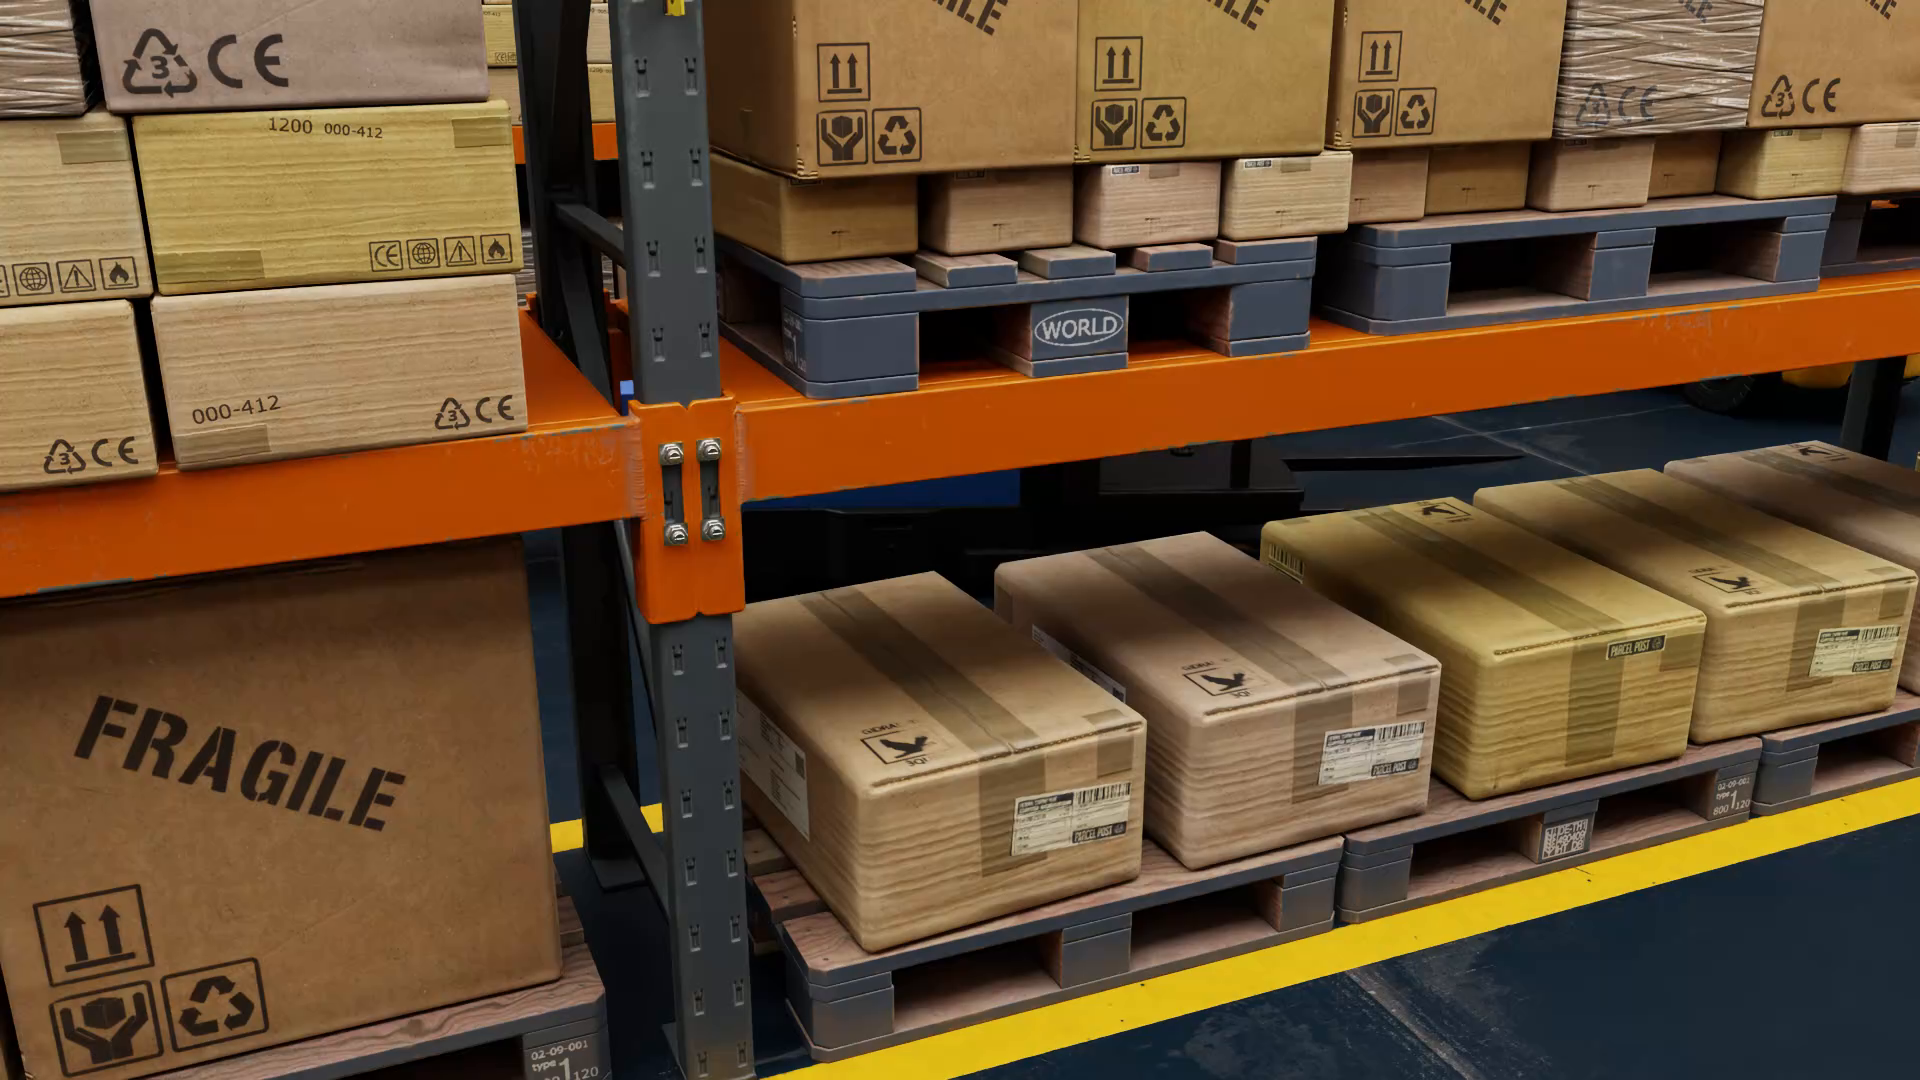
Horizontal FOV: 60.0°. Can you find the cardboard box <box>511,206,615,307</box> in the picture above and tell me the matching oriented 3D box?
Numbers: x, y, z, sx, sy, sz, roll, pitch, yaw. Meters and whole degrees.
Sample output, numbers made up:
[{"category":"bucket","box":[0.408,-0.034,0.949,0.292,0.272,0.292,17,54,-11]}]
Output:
[{"category":"cardboard box","box":[-2.030,-1.209,7.883,0.625,0.625,0.875,-7,21,-20]}]

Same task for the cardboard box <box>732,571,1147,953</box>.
[{"category":"cardboard box","box":[-0.116,0.430,3.608,0.625,0.372,0.950,-10,22,-26]}]

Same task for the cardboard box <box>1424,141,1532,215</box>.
[{"category":"cardboard box","box":[0.971,-0.789,3.492,0.250,0.149,0.380,-7,21,-20]}]

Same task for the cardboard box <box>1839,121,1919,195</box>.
[{"category":"cardboard box","box":[1.967,-0.885,3.765,0.250,0.149,0.380,-8,21,-21]}]

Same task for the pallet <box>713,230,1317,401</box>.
[{"category":"pallet","box":[-0.026,-0.576,3.430,1.003,0.211,1.213,-8,21,-22]}]

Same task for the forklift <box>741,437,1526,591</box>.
[{"category":"forklift","box":[0.628,-1.377,5.518,3.031,2.935,1.130,-1,19,-2]}]

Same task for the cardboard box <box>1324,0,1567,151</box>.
[{"category":"cardboard box","box":[0.827,-1.057,3.276,0.500,0.500,0.500,-8,21,-21]}]

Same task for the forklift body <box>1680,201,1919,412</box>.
[{"category":"forklift body","box":[3.719,-1.899,8.178,1.214,2.155,2.313,-8,21,-22]}]

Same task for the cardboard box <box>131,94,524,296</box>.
[{"category":"cardboard box","box":[-0.983,-0.564,2.580,0.500,0.250,0.500,-8,21,-22]}]

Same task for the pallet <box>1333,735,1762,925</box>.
[{"category":"pallet","box":[1.198,0.514,4.245,1.213,0.211,1.003,-8,21,-22]}]

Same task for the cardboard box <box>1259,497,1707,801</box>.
[{"category":"cardboard box","box":[1.257,0.233,4.169,0.625,0.372,0.950,-7,21,-20]}]

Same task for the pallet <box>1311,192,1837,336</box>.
[{"category":"pallet","box":[1.163,-0.722,3.846,1.213,0.211,1.003,-8,21,-22]}]

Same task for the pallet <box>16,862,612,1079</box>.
[{"category":"pallet","box":[-1.392,0.856,3.273,1.213,0.211,1.003,-8,21,-22]}]

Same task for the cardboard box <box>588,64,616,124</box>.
[{"category":"cardboard box","box":[-1.640,-2.031,7.499,0.500,0.250,0.500,-9,21,-23]}]

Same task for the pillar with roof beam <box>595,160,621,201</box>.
[{"category":"pillar with roof beam","box":[-0.063,-4.016,3.880,0.400,9.000,9.100,-8,21,-22]}]

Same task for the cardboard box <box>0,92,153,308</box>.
[{"category":"cardboard box","box":[-1.452,-0.495,2.385,0.500,0.250,0.500,-9,21,-23]}]

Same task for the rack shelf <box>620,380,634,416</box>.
[{"category":"rack shelf","box":[-1.461,-0.453,5.593,1.000,0.185,0.538,-5,20,-14]}]

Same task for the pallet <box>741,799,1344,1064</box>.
[{"category":"pallet","box":[0.080,0.673,3.793,1.213,0.211,1.003,-8,21,-22]}]

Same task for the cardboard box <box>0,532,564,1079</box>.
[{"category":"cardboard box","box":[-1.306,0.330,3.136,0.875,0.875,0.875,-8,21,-22]}]

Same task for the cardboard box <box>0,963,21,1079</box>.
[{"category":"cardboard box","box":[-2.126,0.446,2.807,0.875,0.875,0.875,-8,21,-21]}]

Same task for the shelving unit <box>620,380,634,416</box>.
[{"category":"shelving unit","box":[-1.461,-0.623,5.533,1.048,1.500,0.538,-5,20,-14]}]

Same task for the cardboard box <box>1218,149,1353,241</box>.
[{"category":"cardboard box","box":[0.537,-0.684,3.195,0.250,0.149,0.380,-8,21,-22]}]

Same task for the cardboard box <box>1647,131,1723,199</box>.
[{"category":"cardboard box","box":[1.446,-0.861,3.696,0.250,0.149,0.380,-9,21,-24]}]

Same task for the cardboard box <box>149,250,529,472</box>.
[{"category":"cardboard box","box":[-1.000,-0.324,2.650,0.500,0.250,0.500,-9,21,-24]}]

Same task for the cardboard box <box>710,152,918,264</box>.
[{"category":"cardboard box","box":[-0.266,-0.606,2.972,0.250,0.149,0.380,-9,22,-25]}]

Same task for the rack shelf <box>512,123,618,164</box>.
[{"category":"rack shelf","box":[-0.772,-1.977,8.203,4.000,0.370,1.077,-8,21,-22]}]

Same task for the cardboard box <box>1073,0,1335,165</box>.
[{"category":"cardboard box","box":[0.342,-0.985,3.072,0.500,0.500,0.500,-7,21,-19]}]

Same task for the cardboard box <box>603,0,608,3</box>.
[{"category":"cardboard box","box":[-1.493,-2.474,7.404,0.250,0.149,0.380,-8,21,-21]}]

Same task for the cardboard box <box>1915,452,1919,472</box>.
[{"category":"cardboard box","box":[3.471,-0.127,5.374,0.500,0.250,0.500,-7,21,-19]}]

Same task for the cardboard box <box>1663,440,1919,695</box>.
[{"category":"cardboard box","box":[2.554,0.045,4.702,0.625,0.372,0.950,-8,21,-21]}]

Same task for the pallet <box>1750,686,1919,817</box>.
[{"category":"pallet","box":[2.320,0.352,4.705,1.213,0.211,1.003,-8,21,-22]}]

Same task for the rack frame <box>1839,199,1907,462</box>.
[{"category":"rack frame","box":[3.034,-1.066,4.534,0.127,3.000,1.000,-8,21,-22]}]

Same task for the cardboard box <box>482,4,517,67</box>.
[{"category":"cardboard box","box":[-2.094,-2.194,7.211,0.500,0.250,0.500,-8,21,-22]}]

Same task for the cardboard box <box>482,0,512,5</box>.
[{"category":"cardboard box","box":[-1.954,-2.394,7.177,0.250,0.149,0.380,-8,21,-21]}]

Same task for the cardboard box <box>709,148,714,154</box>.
[{"category":"cardboard box","box":[-0.431,-0.734,3.337,0.250,0.149,0.380,-7,21,-20]}]

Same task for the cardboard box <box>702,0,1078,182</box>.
[{"category":"cardboard box","box":[-0.134,-0.914,2.871,0.500,0.500,0.500,-9,21,-23]}]

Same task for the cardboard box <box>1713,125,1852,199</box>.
[{"category":"cardboard box","box":[1.729,-0.864,3.706,0.250,0.149,0.380,-8,21,-22]}]

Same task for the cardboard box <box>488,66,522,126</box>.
[{"category":"cardboard box","box":[-2.104,-1.966,7.316,0.500,0.250,0.500,-8,21,-22]}]

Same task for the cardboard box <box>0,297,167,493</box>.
[{"category":"cardboard box","box":[-1.463,-0.252,2.446,0.500,0.250,0.500,-8,21,-21]}]

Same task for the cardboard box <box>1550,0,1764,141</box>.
[{"category":"cardboard box","box":[1.289,-1.120,3.456,0.500,0.500,0.500,-9,21,-24]}]

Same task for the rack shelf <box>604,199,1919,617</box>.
[{"category":"rack shelf","box":[1.198,-0.464,3.906,4.000,0.370,1.077,-8,21,-22]}]

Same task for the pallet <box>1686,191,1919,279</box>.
[{"category":"pallet","box":[2.275,-0.920,4.406,1.213,0.211,1.003,-8,21,-22]}]

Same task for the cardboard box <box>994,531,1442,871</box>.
[{"category":"cardboard box","box":[0.559,0.331,3.891,0.625,0.372,0.950,-9,21,-23]}]

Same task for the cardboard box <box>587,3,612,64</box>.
[{"category":"cardboard box","box":[-1.644,-2.268,7.419,0.500,0.250,0.500,-7,21,-20]}]

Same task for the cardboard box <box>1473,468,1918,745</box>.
[{"category":"cardboard box","box":[1.895,0.141,4.431,0.625,0.372,0.950,-7,21,-19]}]

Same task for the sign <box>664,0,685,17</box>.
[{"category":"sign","box":[-0.416,-0.917,2.367,0.005,0.325,0.100,-8,21,-22]}]

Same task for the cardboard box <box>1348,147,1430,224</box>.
[{"category":"cardboard box","box":[0.727,-0.740,3.353,0.250,0.149,0.380,-7,21,-19]}]

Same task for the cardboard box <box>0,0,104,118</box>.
[{"category":"cardboard box","box":[-1.477,-0.841,2.238,0.500,0.500,0.500,-8,21,-21]}]

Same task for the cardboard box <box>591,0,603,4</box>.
[{"category":"cardboard box","box":[-1.728,-2.436,7.295,0.250,0.149,0.380,-8,21,-20]}]

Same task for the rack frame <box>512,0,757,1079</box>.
[{"category":"rack frame","box":[-0.639,-0.540,3.039,0.127,3.000,1.000,-8,21,-22]}]

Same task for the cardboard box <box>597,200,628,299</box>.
[{"category":"cardboard box","box":[-1.433,-1.297,8.134,0.625,0.625,0.875,-7,21,-20]}]

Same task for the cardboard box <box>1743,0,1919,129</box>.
[{"category":"cardboard box","box":[1.770,-1.189,3.653,0.500,0.500,0.500,-7,21,-20]}]

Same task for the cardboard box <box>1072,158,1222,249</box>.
[{"category":"cardboard box","box":[0.276,-0.655,3.110,0.250,0.149,0.380,-10,22,-25]}]

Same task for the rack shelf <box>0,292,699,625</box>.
[{"category":"rack shelf","box":[-2.475,0.062,2.411,4.000,0.370,1.077,-8,21,-22]}]

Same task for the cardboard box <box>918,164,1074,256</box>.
[{"category":"cardboard box","box":[0.006,-0.633,3.048,0.250,0.149,0.380,-10,22,-25]}]

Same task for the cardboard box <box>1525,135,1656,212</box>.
[{"category":"cardboard box","box":[1.237,-0.803,3.533,0.250,0.149,0.380,-7,21,-20]}]

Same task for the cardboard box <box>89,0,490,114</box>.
[{"category":"cardboard box","box":[-1.010,-0.911,2.437,0.500,0.500,0.500,-9,21,-23]}]
